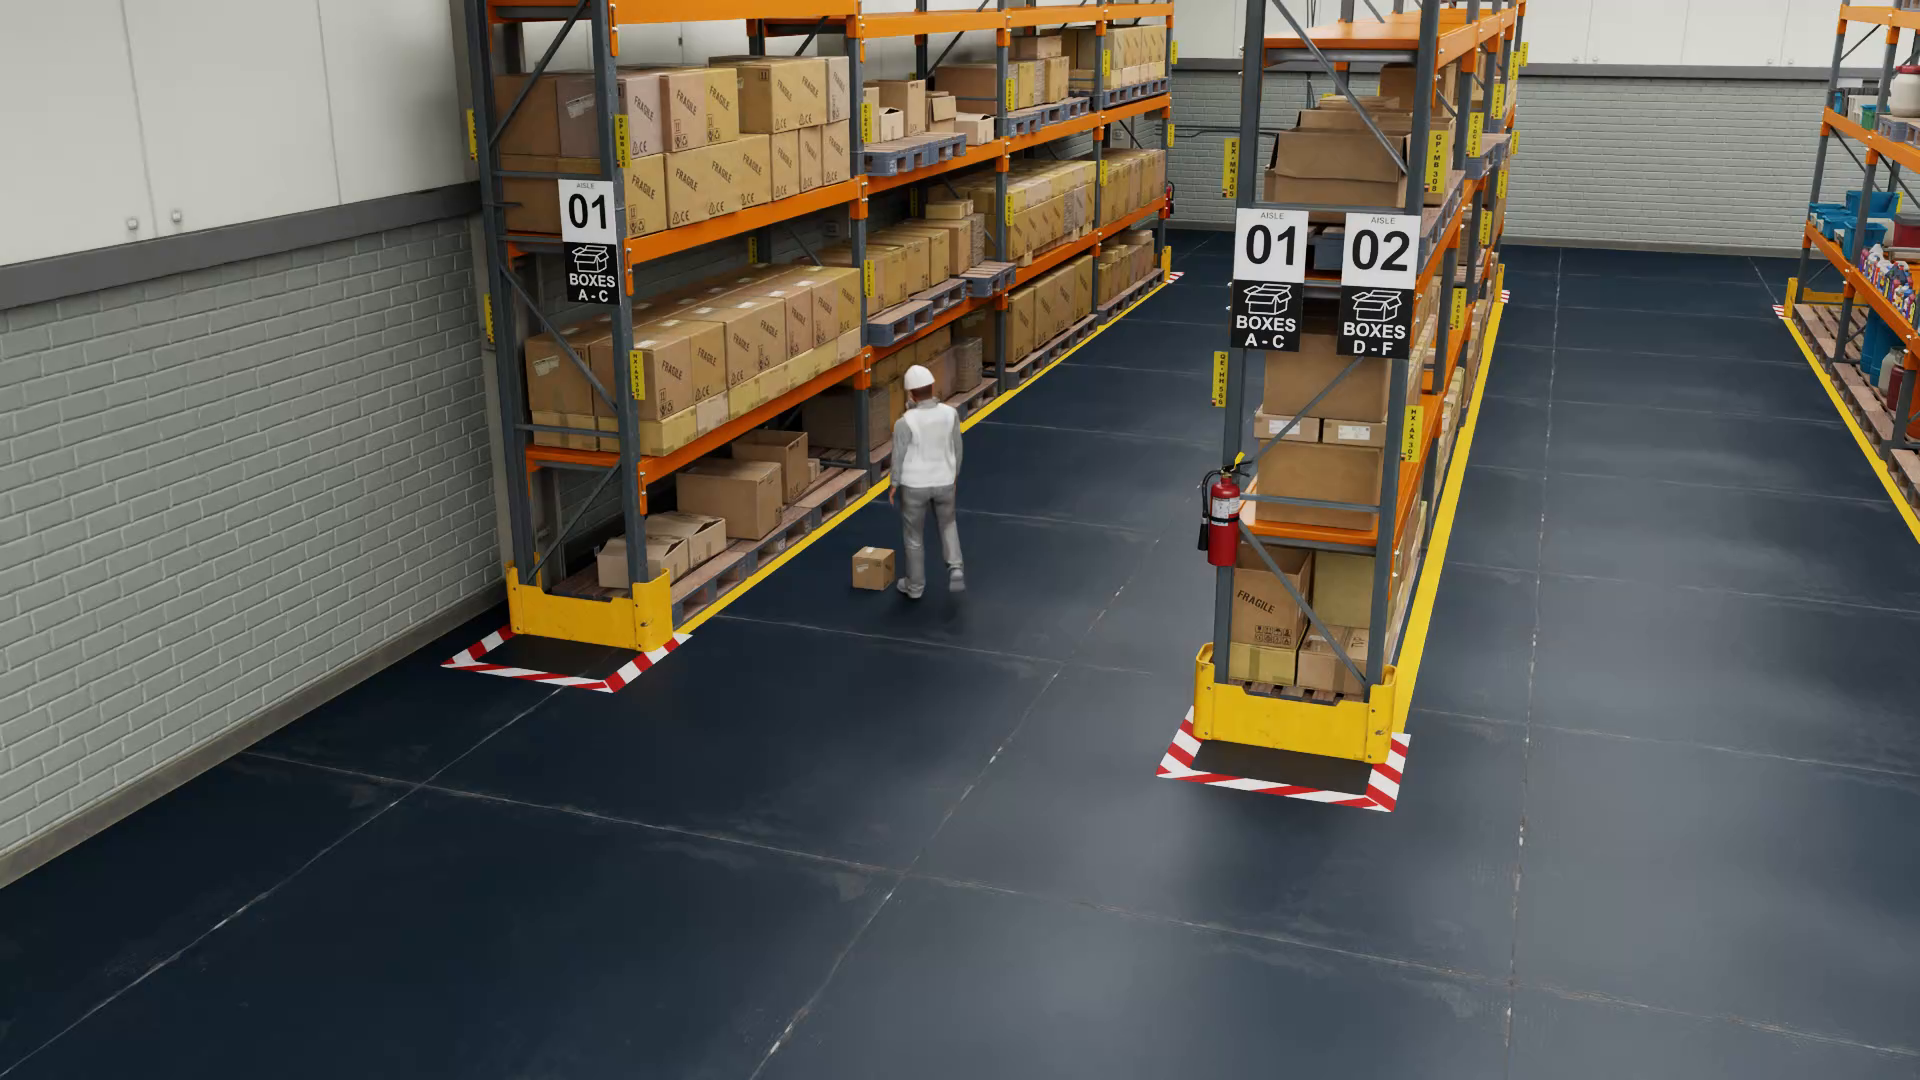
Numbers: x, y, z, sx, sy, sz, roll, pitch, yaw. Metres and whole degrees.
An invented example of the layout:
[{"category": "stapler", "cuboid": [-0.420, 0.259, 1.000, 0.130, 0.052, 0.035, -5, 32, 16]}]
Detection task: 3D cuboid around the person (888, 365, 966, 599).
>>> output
[{"category": "person", "cuboid": [-0.247, -0.416, 12.223, 0.567, 1.769, 0.562, -9, 20, -24]}]
